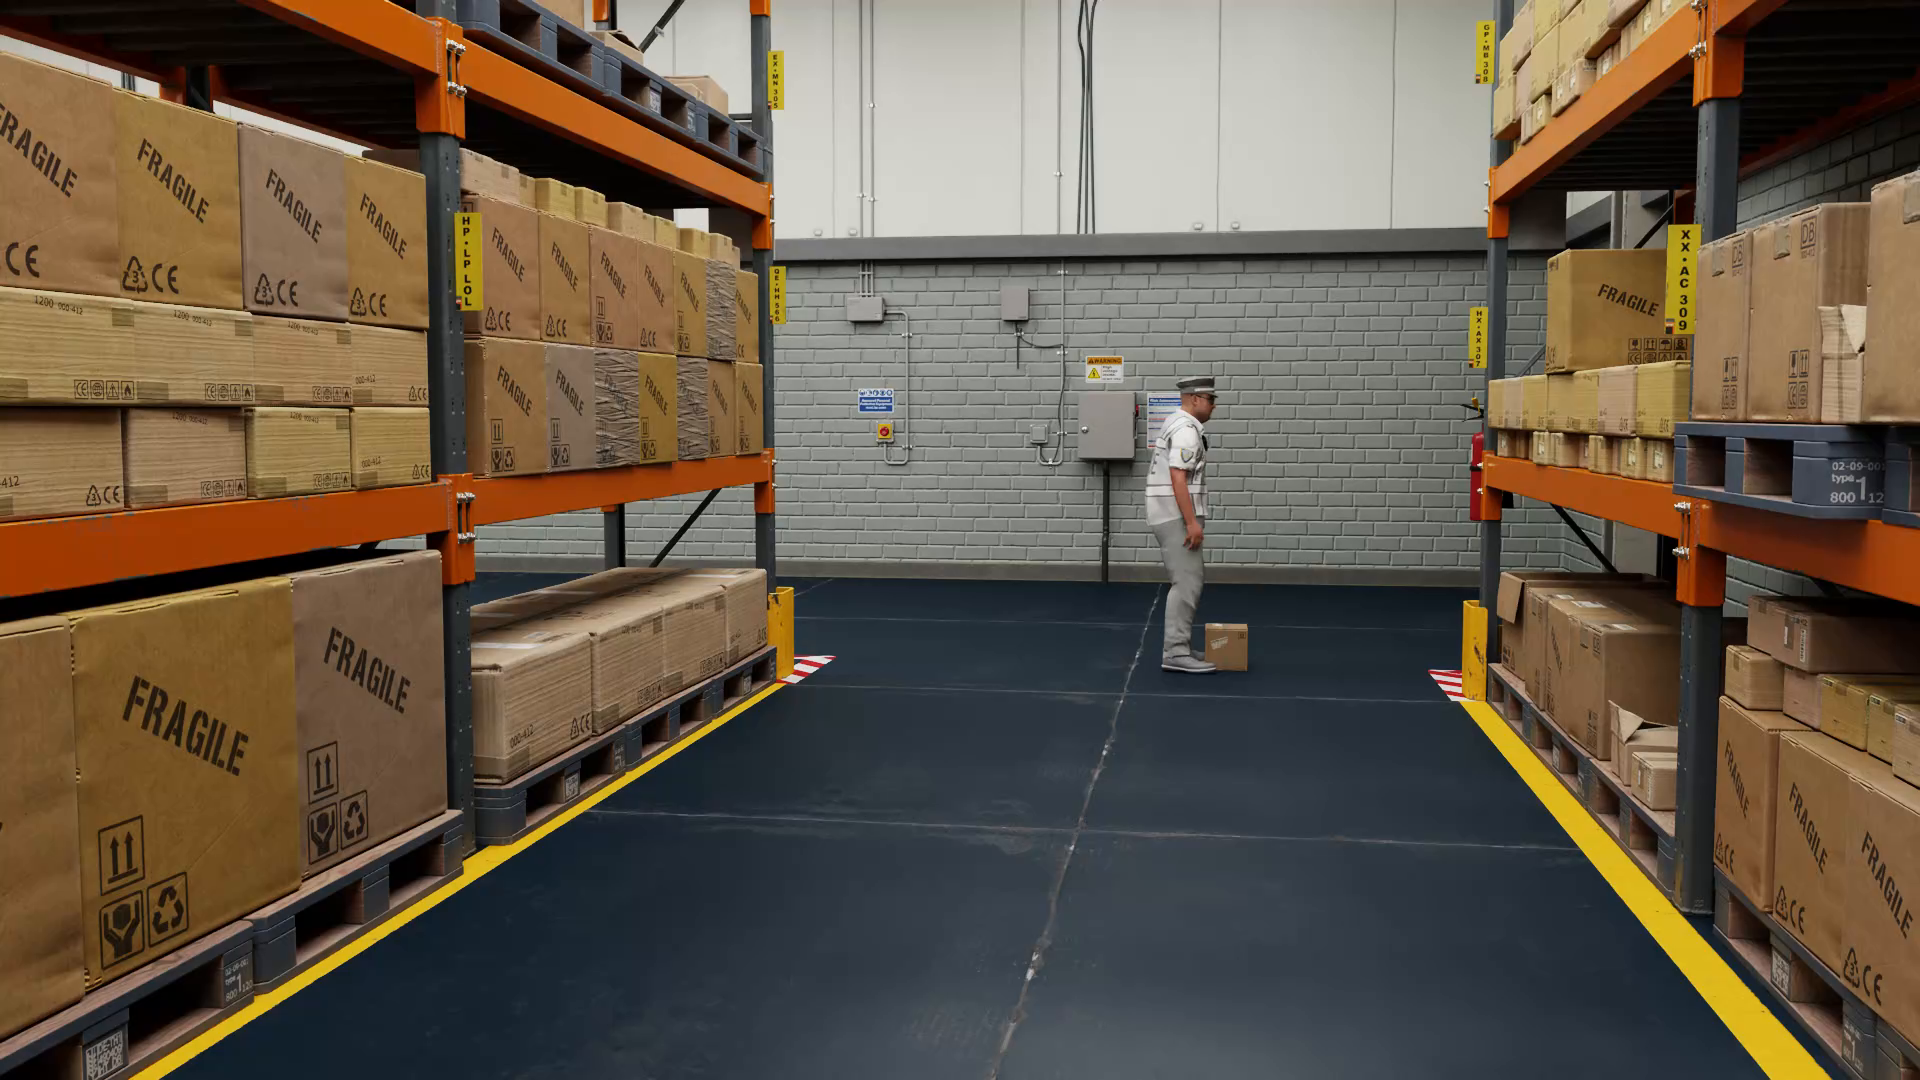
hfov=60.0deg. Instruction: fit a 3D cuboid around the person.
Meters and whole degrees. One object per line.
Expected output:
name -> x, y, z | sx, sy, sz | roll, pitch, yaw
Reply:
person -> 1.333, -0.108, 9.981 | 0.438, 1.749, 0.599 | 1, 4, 7
